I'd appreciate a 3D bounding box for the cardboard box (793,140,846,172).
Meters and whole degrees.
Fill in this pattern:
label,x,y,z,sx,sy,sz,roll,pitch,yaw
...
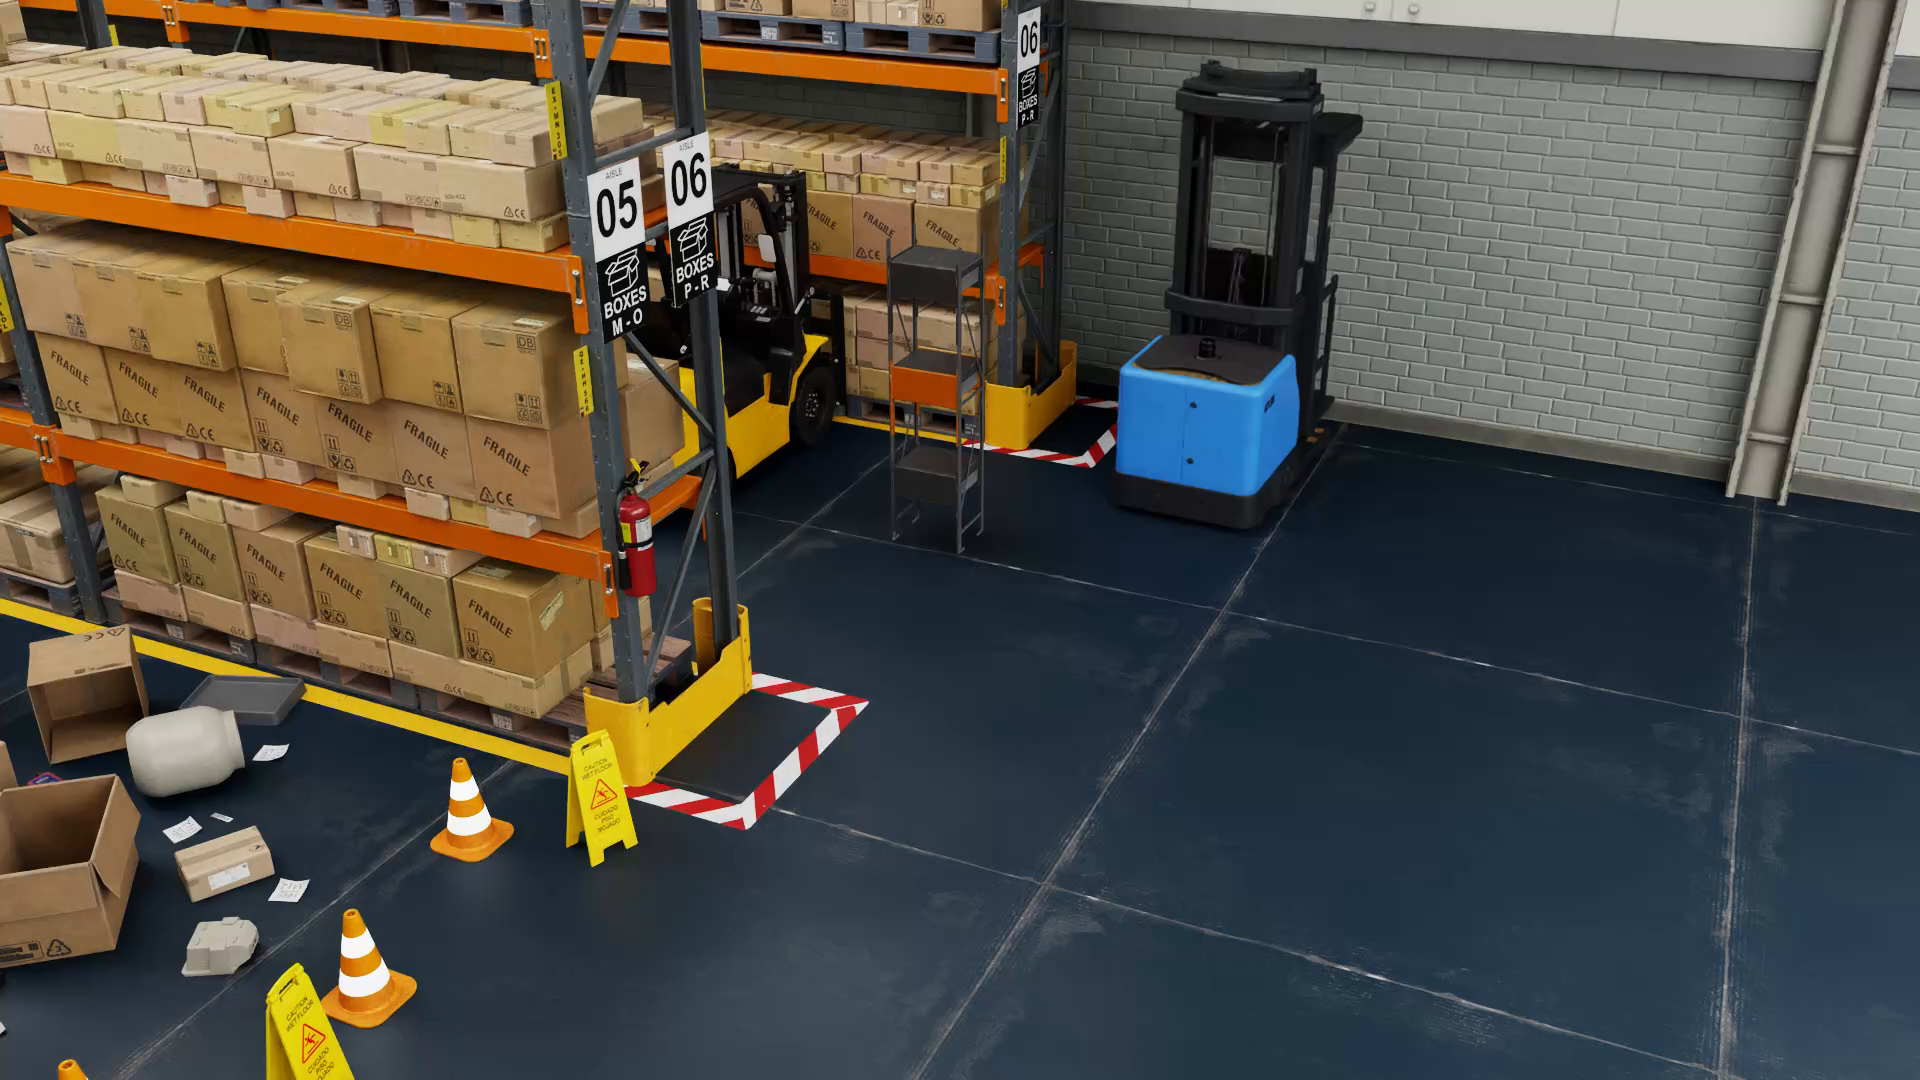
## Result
label,x,y,z,sx,sy,sz,roll,pitch,yaw
cardboard box,-1.071,-2.936,12.704,0.250,0.149,0.380,12,29,23

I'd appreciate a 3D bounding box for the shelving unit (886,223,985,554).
label,x,y,z,sx,sy,sz,roll,pitch,yaw
shelving unit,-0.151,-0.972,10.917,0.503,2.100,0.431,11,28,22

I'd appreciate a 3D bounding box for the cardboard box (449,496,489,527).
label,x,y,z,sx,sy,sz,roll,pitch,yaw
cardboard box,-2.436,-0.224,8.663,0.250,0.149,0.380,11,28,21

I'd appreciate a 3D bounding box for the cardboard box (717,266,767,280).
label,x,y,z,sx,sy,sz,roll,pitch,yaw
cardboard box,-1.867,-2.030,13.552,0.500,0.250,0.500,12,29,24

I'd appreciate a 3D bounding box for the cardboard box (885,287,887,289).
label,x,y,z,sx,sy,sz,roll,pitch,yaw
cardboard box,-0.270,-1.951,13.391,0.500,0.250,0.500,11,28,22

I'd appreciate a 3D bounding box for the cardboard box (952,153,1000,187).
label,x,y,z,sx,sy,sz,roll,pitch,yaw
cardboard box,0.132,-2.743,12.312,0.250,0.149,0.380,11,28,22

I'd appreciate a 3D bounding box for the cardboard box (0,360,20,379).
label,x,y,z,sx,sy,sz,roll,pitch,yaw
cardboard box,-5.730,-1.087,9.941,0.250,0.149,0.380,12,29,23

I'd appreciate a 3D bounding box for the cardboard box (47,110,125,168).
label,x,y,z,sx,sy,sz,roll,pitch,yaw
cardboard box,-4.387,-2.159,8.746,0.500,0.250,0.500,11,28,21

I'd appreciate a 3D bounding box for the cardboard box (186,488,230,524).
label,x,y,z,sx,sy,sz,roll,pitch,yaw
cardboard box,-4.164,-0.254,9.493,0.250,0.149,0.380,13,29,24

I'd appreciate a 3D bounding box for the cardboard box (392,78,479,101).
label,x,y,z,sx,sy,sz,roll,pitch,yaw
cardboard box,-2.646,-2.227,8.434,0.250,0.149,0.380,11,28,22

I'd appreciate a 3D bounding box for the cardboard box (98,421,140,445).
label,x,y,z,sx,sy,sz,roll,pitch,yaw
cardboard box,-4.742,-0.704,9.637,0.250,0.149,0.380,12,29,23

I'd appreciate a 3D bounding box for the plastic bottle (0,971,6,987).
label,x,y,z,sx,sy,sz,roll,pitch,yaw
plastic bottle,-4.362,1.946,7.297,0.283,0.061,0.133,2,26,4

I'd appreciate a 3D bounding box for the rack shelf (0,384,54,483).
label,x,y,z,sx,sy,sz,roll,pitch,yaw
rack shelf,-6.968,-1.071,10.914,4.000,0.370,1.077,11,28,22

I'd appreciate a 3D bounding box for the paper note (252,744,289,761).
label,x,y,z,sx,sy,sz,roll,pitch,yaw
paper note,-3.715,1.142,8.965,0.148,0.019,0.142,2,26,4

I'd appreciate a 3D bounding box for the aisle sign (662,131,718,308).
label,x,y,z,sx,sy,sz,roll,pitch,yaw
aisle sign,-1.321,-1.576,8.183,0.004,0.787,0.394,11,28,22

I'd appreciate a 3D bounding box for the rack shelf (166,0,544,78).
label,x,y,z,sx,sy,sz,roll,pitch,yaw
rack shelf,-4.917,-4.413,14.306,4.000,0.370,1.077,11,28,22

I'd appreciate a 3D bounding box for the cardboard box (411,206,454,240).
label,x,y,z,sx,sy,sz,roll,pitch,yaw
cardboard box,-2.415,-1.577,8.016,0.250,0.149,0.380,12,29,23

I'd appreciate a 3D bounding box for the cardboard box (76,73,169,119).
label,x,y,z,sx,sy,sz,roll,pitch,yaw
cardboard box,-4.282,-2.284,8.548,0.250,0.149,0.380,11,28,21

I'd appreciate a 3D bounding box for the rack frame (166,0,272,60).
label,x,y,z,sx,sy,sz,roll,pitch,yaw
rack frame,-6.737,-3.756,15.553,0.127,3.000,1.000,11,28,22

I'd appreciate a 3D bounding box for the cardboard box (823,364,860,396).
label,x,y,z,sx,sy,sz,roll,pitch,yaw
cardboard box,-0.914,-1.397,13.398,0.500,0.250,0.500,12,29,22

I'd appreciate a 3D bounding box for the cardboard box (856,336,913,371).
label,x,y,z,sx,sy,sz,roll,pitch,yaw
cardboard box,-0.479,-1.532,13.107,0.500,0.250,0.500,11,28,21

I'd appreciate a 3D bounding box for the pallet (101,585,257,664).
label,x,y,z,sx,sy,sz,roll,pitch,yaw
pallet,-4.521,0.331,10.408,1.213,0.211,1.003,11,28,22

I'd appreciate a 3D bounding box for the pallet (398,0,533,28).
label,x,y,z,sx,sy,sz,roll,pitch,yaw
pallet,-3.904,-4.441,13.764,1.217,0.209,0.805,10,28,20

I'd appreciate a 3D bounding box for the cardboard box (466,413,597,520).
label,x,y,z,sx,sy,sz,roll,pitch,yaw
cardboard box,-2.114,-0.464,8.415,0.500,0.500,0.500,11,28,21

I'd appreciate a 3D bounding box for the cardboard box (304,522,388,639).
label,x,y,z,sx,sy,sz,roll,pitch,yaw
cardboard box,-3.276,0.181,9.344,0.500,0.500,0.500,11,28,21

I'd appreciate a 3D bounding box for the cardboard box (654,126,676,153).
label,x,y,z,sx,sy,sz,roll,pitch,yaw
cardboard box,-2.225,-3.174,13.185,0.250,0.149,0.380,12,29,23

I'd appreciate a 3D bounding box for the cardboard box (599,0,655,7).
label,x,y,z,sx,sy,sz,roll,pitch,yaw
cardboard box,-2.440,-4.314,12.802,0.500,0.311,0.500,12,29,23

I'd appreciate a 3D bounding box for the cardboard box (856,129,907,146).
label,x,y,z,sx,sy,sz,roll,pitch,yaw
cardboard box,-0.612,-3.103,13.043,0.250,0.149,0.380,12,29,23

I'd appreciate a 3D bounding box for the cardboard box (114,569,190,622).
label,x,y,z,sx,sy,sz,roll,pitch,yaw
cardboard box,-4.722,0.233,10.087,0.500,0.250,0.500,10,28,19

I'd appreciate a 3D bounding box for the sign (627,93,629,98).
label,x,y,z,sx,sy,sz,roll,pitch,yaw
sign,-2.868,-3.672,14.312,0.005,0.325,0.100,11,28,22

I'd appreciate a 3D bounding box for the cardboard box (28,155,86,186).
label,x,y,z,sx,sy,sz,roll,pitch,yaw
cardboard box,-4.751,-2.034,8.944,0.250,0.149,0.380,11,28,22

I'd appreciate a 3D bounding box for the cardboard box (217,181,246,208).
label,x,y,z,sx,sy,sz,roll,pitch,yaw
cardboard box,-3.559,-1.823,8.515,0.250,0.149,0.380,12,28,22

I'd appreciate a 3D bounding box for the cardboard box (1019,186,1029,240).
label,x,y,z,sx,sy,sz,roll,pitch,yaw
cardboard box,0.209,-2.540,12.971,0.500,0.500,0.500,12,29,23

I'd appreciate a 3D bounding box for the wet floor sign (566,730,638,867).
label,x,y,z,sx,sy,sz,roll,pitch,yaw
wet floor sign,-1.776,1.224,8.102,0.232,0.644,0.267,23,35,39

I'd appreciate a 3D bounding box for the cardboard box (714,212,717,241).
label,x,y,z,sx,sy,sz,roll,pitch,yaw
cardboard box,-1.858,-2.703,13.300,0.500,0.500,0.500,11,28,21

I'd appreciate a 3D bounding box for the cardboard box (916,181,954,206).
label,x,y,z,sx,sy,sz,roll,pitch,yaw
cardboard box,-0.131,-2.615,12.387,0.250,0.149,0.380,12,29,23

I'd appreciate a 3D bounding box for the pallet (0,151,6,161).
label,x,y,z,sx,sy,sz,roll,pitch,yaw
pallet,-5.665,-2.445,9.707,1.003,0.211,1.213,11,28,22

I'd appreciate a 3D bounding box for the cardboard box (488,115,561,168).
label,x,y,z,sx,sy,sz,roll,pitch,yaw
cardboard box,-1.936,-1.831,7.628,0.250,0.149,0.380,12,29,22

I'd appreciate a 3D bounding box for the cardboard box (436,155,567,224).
label,x,y,z,sx,sy,sz,roll,pitch,yaw
cardboard box,-2.083,-1.694,7.802,0.500,0.250,0.500,11,28,21

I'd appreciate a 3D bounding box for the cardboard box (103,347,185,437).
label,x,y,z,sx,sy,sz,roll,pitch,yaw
cardboard box,-4.396,-0.932,9.366,0.500,0.500,0.500,11,28,22

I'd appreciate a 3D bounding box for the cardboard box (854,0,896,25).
label,x,y,z,sx,sy,sz,roll,pitch,yaw
cardboard box,-0.566,-3.888,11.988,0.258,0.266,0.396,11,28,22

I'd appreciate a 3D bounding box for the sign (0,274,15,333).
label,x,y,z,sx,sy,sz,roll,pitch,yaw
sign,-5.374,-1.324,9.302,0.005,0.325,0.100,11,28,22

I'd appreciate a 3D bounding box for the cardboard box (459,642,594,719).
label,x,y,z,sx,sy,sz,roll,pitch,yaw
cardboard box,-2.375,0.704,9.131,0.500,0.250,0.500,11,28,22

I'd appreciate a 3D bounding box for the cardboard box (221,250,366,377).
label,x,y,z,sx,sy,sz,roll,pitch,yaw
cardboard box,-3.423,-1.224,8.828,0.500,0.500,0.700,11,28,21

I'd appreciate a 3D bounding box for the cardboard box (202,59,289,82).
label,x,y,z,sx,sy,sz,roll,pitch,yaw
cardboard box,-3.814,-2.465,8.915,0.250,0.149,0.380,11,28,21

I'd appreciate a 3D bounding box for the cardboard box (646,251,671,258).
label,x,y,z,sx,sy,sz,roll,pitch,yaw
cardboard box,-2.568,-2.416,14.336,0.500,0.250,0.500,12,29,23

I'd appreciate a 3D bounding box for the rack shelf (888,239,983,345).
label,x,y,z,sx,sy,sz,roll,pitch,yaw
rack shelf,-0.151,-1.588,10.614,0.480,0.518,0.431,11,28,22

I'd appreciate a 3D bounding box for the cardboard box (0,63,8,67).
label,x,y,z,sx,sy,sz,roll,pitch,yaw
cardboard box,-5.739,-2.544,9.389,0.500,0.250,0.500,11,28,21

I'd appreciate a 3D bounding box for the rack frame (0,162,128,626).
label,x,y,z,sx,sy,sz,roll,pitch,yaw
rack frame,-5.147,-1.028,10.012,0.127,3.000,1.000,11,28,22

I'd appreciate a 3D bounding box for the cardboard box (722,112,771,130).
label,x,y,z,sx,sy,sz,roll,pitch,yaw
cardboard box,-1.741,-3.376,13.596,0.250,0.149,0.380,11,28,21

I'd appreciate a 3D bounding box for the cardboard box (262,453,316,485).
label,x,y,z,sx,sy,sz,roll,pitch,yaw
cardboard box,-3.592,-0.456,9.135,0.250,0.149,0.380,11,28,22

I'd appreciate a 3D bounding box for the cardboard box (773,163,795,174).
label,x,y,z,sx,sy,sz,roll,pitch,yaw
cardboard box,-1.254,-2.887,12.939,0.250,0.149,0.380,11,28,21

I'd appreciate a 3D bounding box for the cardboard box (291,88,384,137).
label,x,y,z,sx,sy,sz,roll,pitch,yaw
cardboard box,-3.052,-2.106,8.186,0.250,0.149,0.380,11,28,20

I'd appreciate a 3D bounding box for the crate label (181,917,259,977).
label,x,y,z,sx,sy,sz,roll,pitch,yaw
crate label,-3.323,1.817,7.474,0.298,0.136,0.250,-2,26,-5

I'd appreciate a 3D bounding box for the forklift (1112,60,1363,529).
label,x,y,z,sx,sy,sz,roll,pitch,yaw
forklift,2.178,-2.011,12.086,1.130,2.935,3.031,12,29,23
